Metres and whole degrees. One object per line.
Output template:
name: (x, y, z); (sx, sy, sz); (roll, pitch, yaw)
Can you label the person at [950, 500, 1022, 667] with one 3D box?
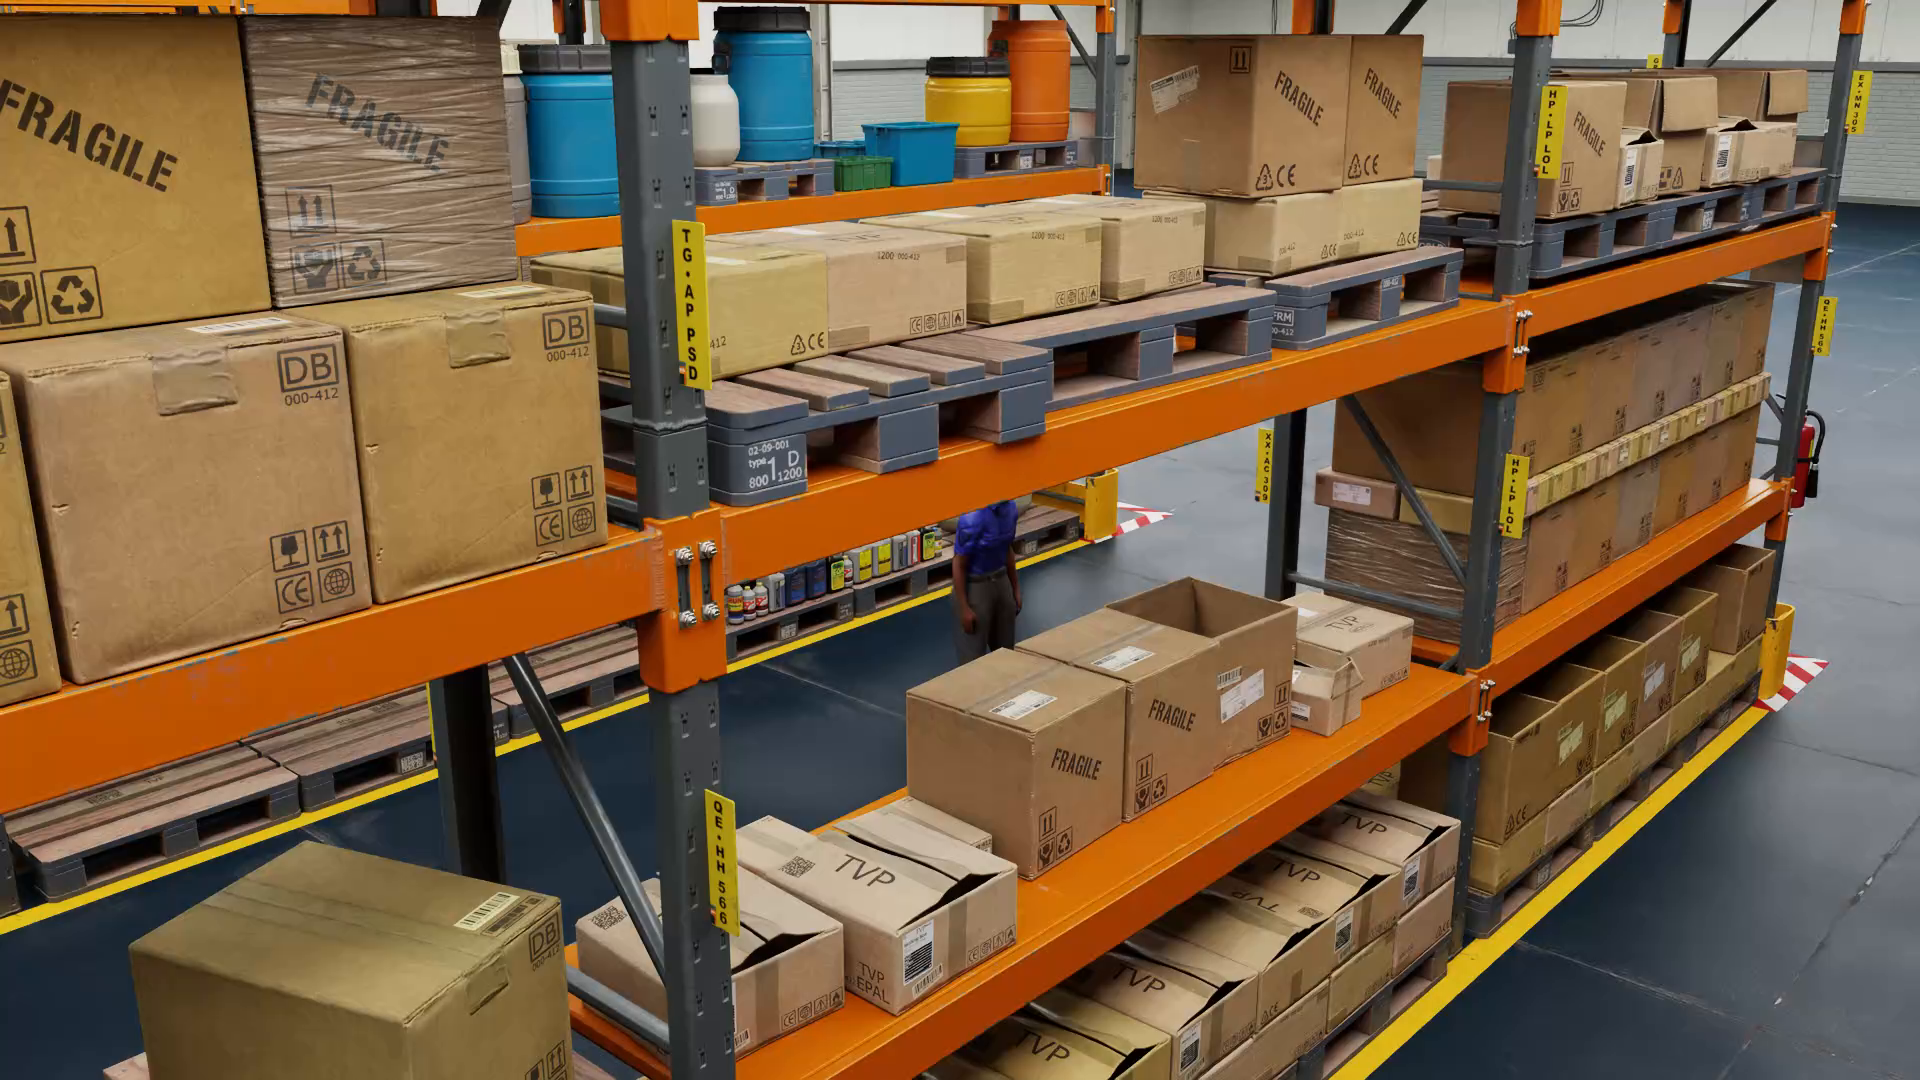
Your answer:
person: (0.144, 0.324, 8.996); (0.350, 1.655, 0.524); (14, 22, 38)
